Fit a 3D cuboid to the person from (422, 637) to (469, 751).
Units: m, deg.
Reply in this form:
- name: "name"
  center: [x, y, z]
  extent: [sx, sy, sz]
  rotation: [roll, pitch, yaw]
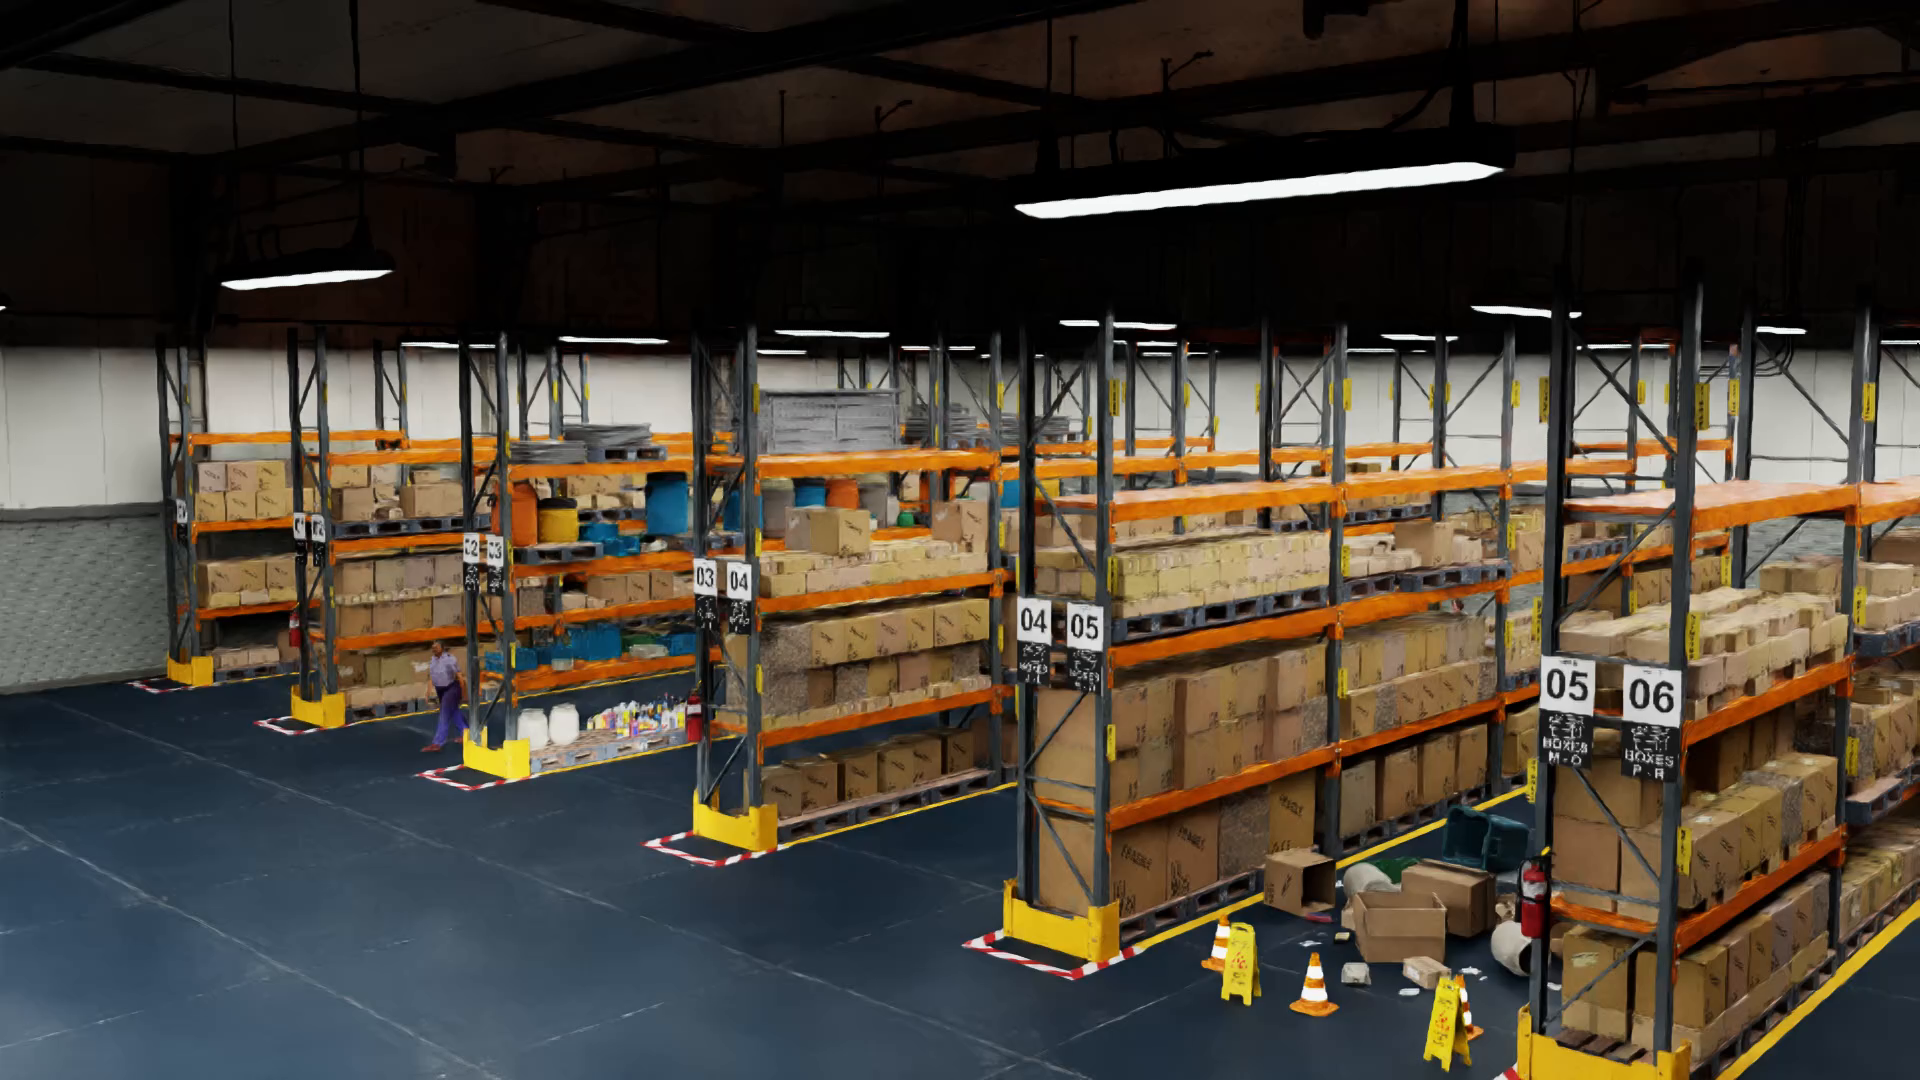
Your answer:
- name: "person"
  center: [-7.307, 2.152, 23.577]
  extent: [0.503, 1.568, 1.033]
  rotation: [4, 7, 35]

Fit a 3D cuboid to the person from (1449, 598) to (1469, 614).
- name: "person"
  center: [8.544, 1.732, 28.452]
  extent: [0.549, 1.524, 0.837]
  rotation: [4, 7, 37]
